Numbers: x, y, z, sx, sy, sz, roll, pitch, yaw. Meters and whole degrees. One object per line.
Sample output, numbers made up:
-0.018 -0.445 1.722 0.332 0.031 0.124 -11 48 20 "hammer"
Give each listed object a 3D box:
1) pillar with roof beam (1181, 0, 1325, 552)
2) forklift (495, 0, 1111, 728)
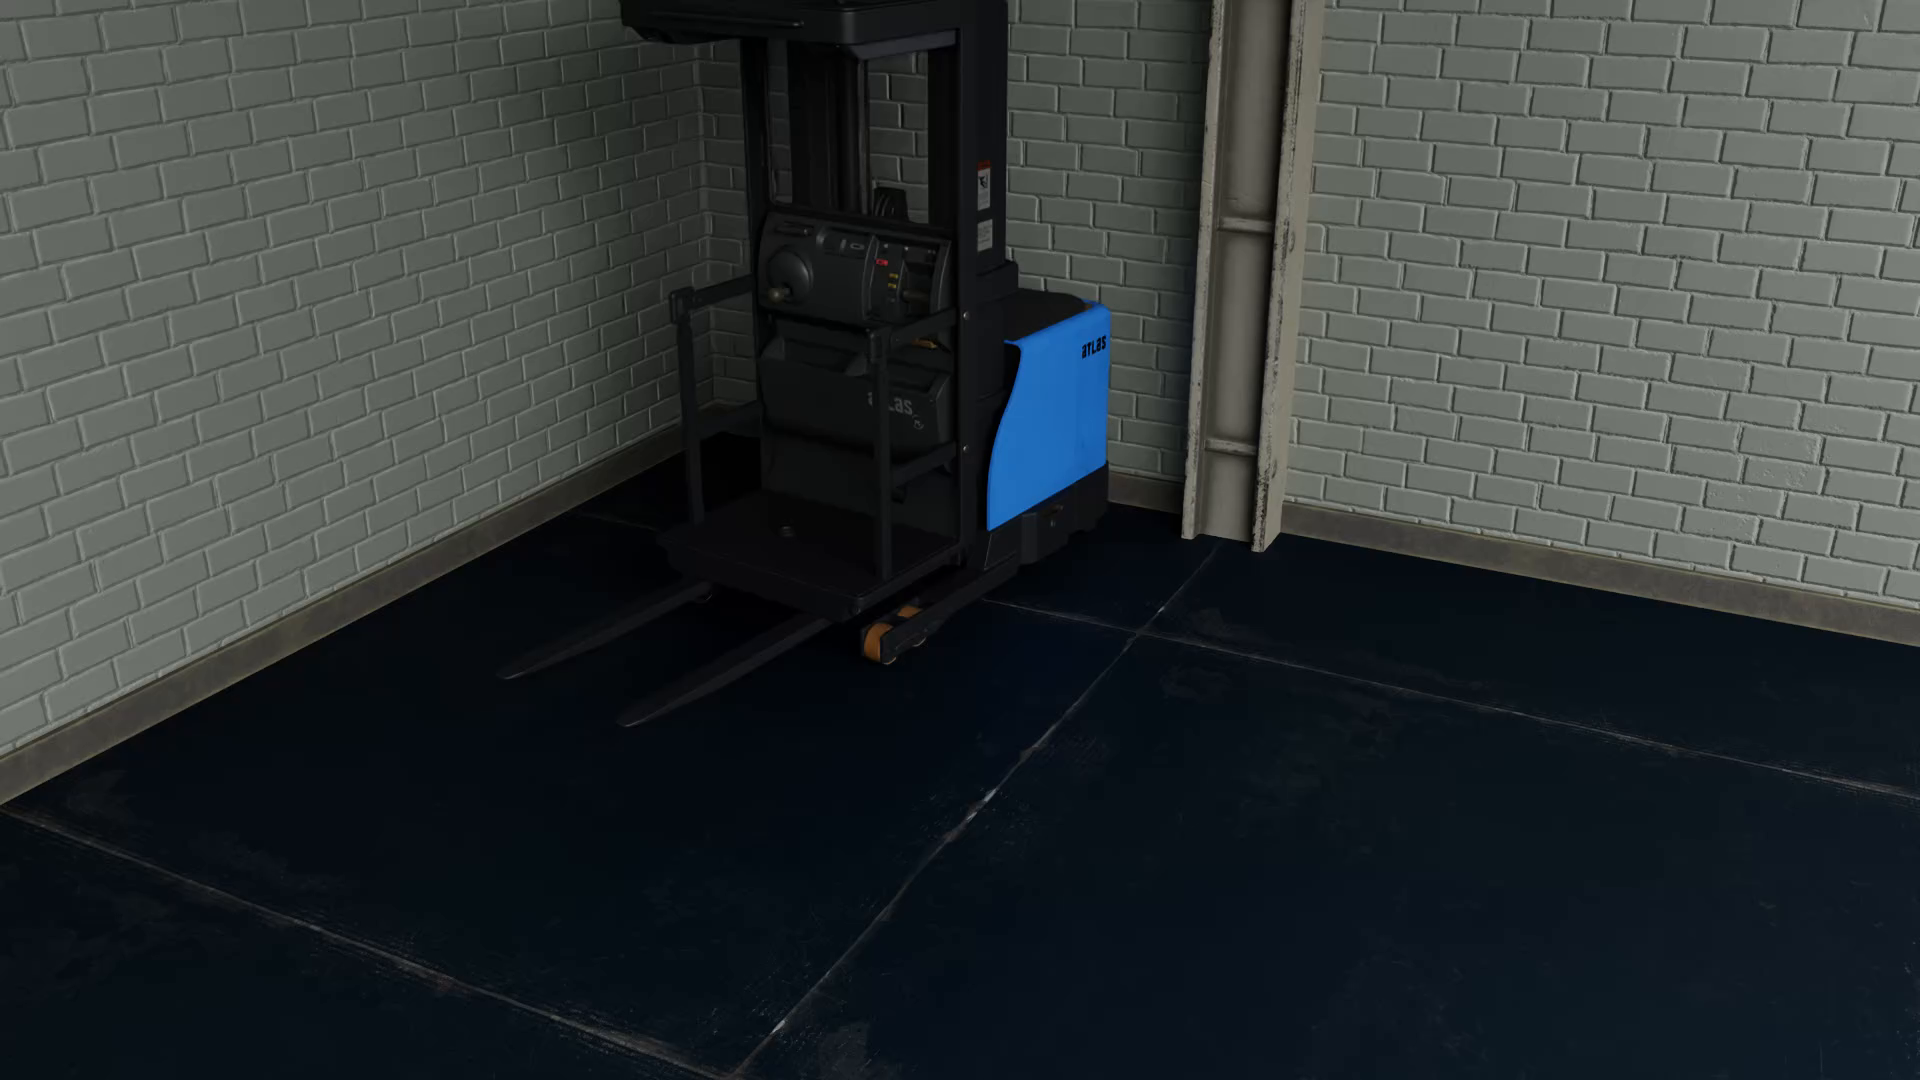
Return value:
-0.666 -2.668 2.526 0.400 9.000 9.100 11 25 25 "pillar with roof beam"
-0.552 -1.067 6.515 1.130 2.935 3.031 15 27 32 "forklift"
